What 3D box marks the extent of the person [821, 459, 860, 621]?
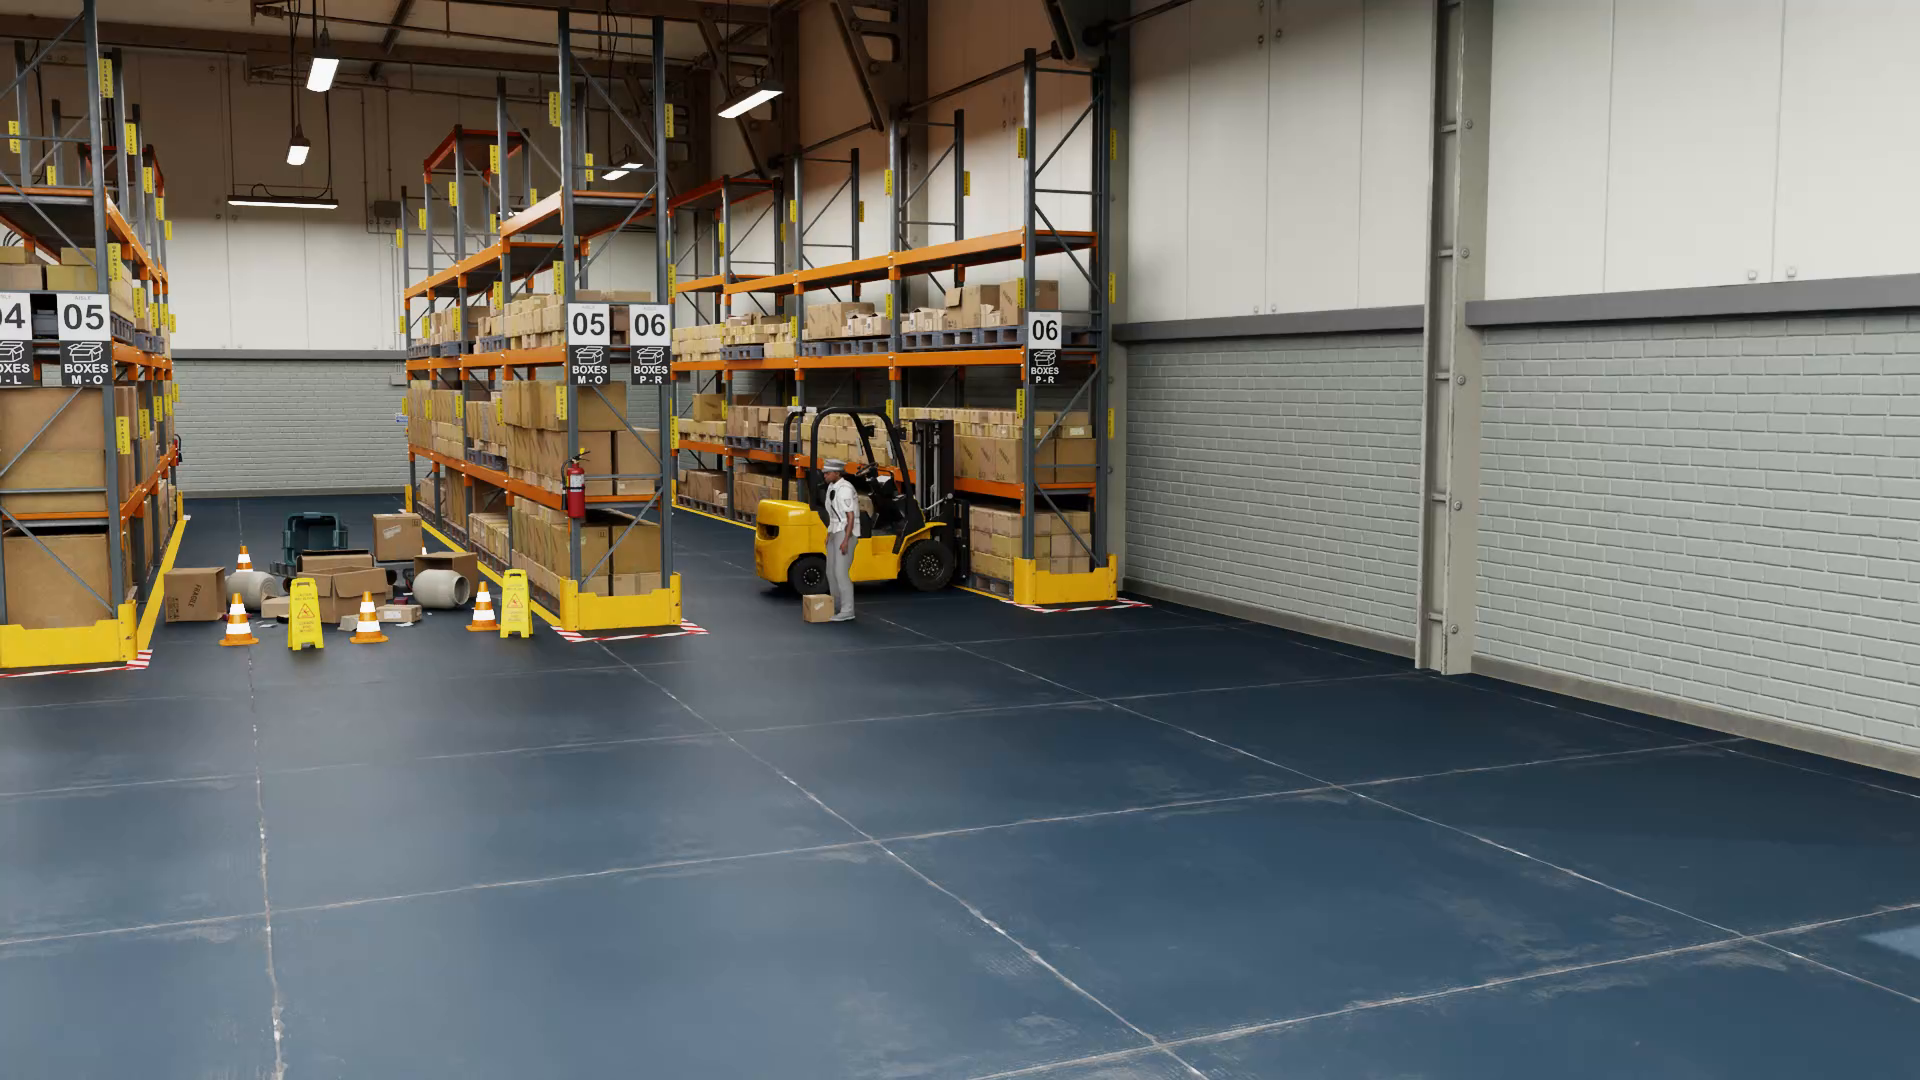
[{"bbox_3d":[-1.243,-0.010,17.106,0.396,1.661,0.525,-3,6,-26],"label":"person"}]
